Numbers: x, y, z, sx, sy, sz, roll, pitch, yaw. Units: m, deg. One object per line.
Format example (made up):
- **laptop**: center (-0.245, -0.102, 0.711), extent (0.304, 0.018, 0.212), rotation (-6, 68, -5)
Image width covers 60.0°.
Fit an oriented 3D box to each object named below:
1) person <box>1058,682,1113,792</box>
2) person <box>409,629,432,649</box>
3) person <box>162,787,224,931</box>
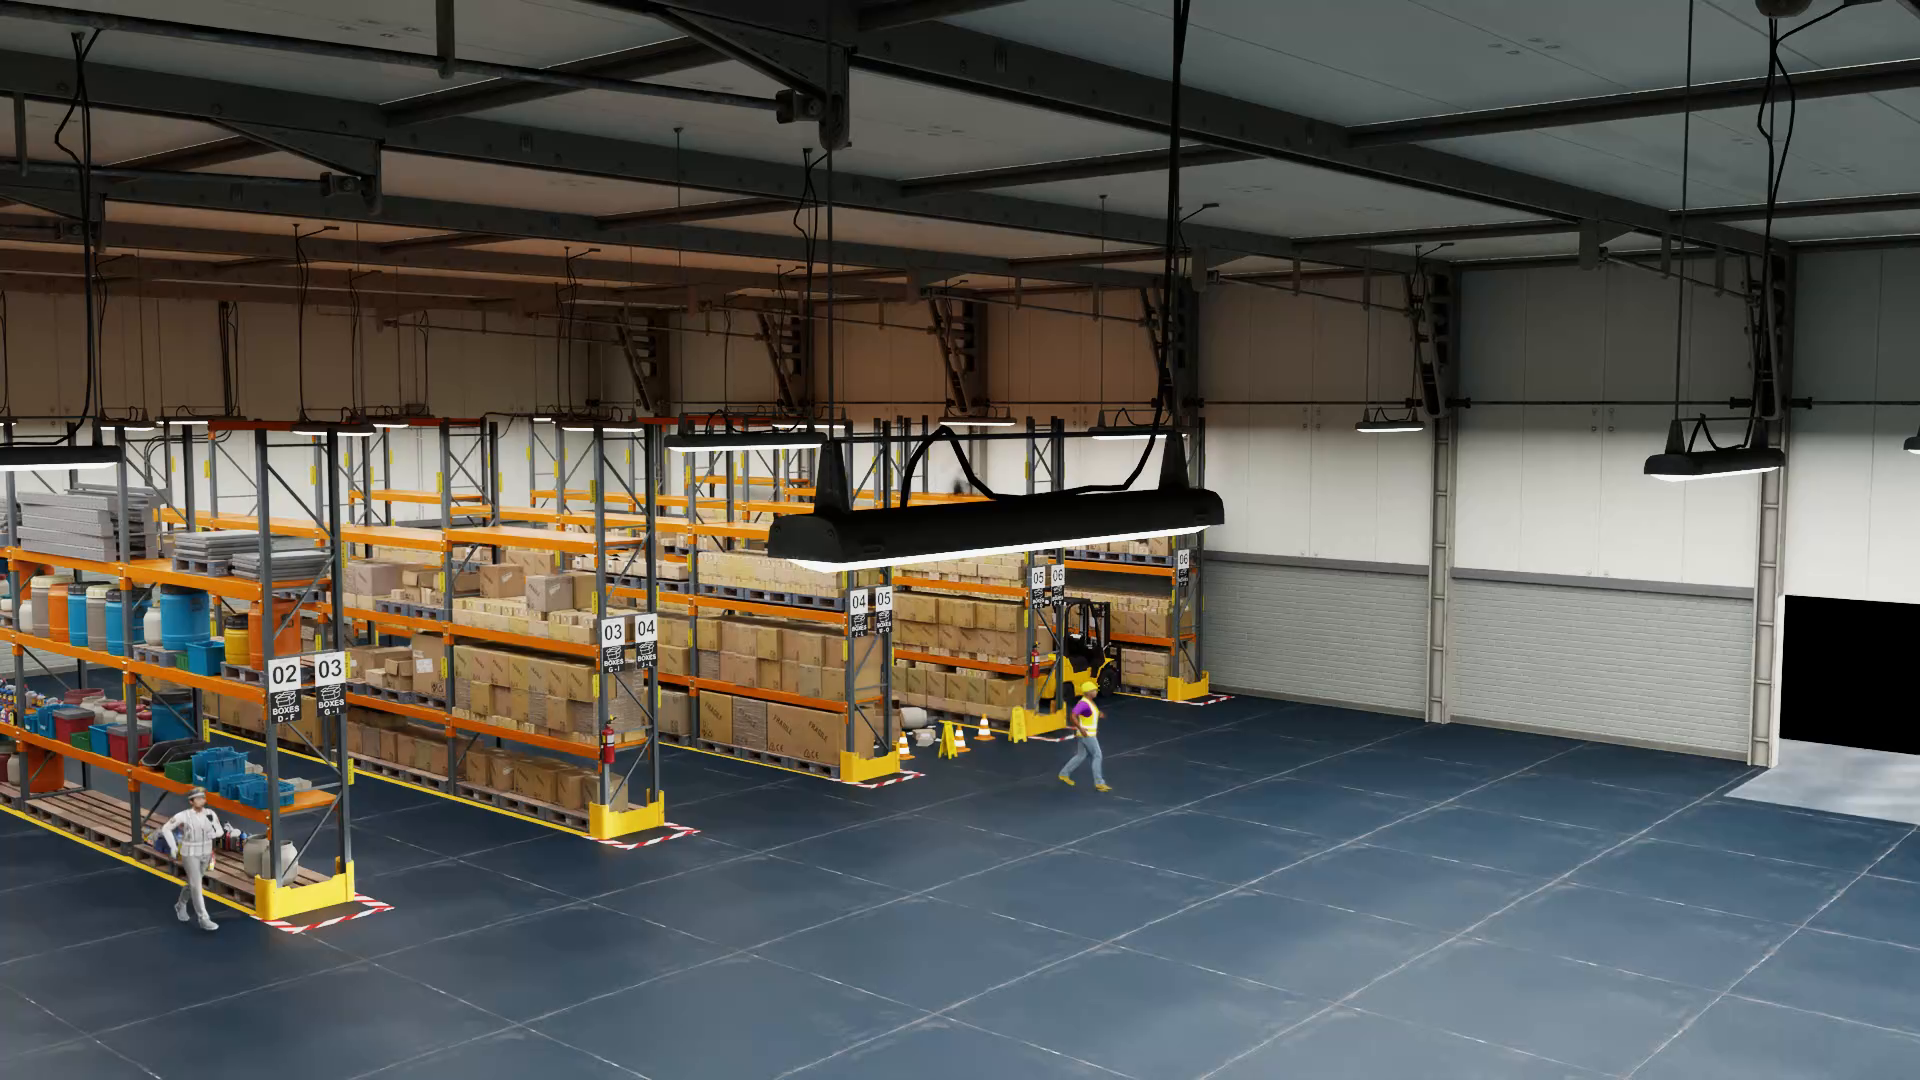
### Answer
- **person**: center (2.049, 3.193, 27.110), extent (0.902, 1.798, 0.675), rotation (0, 5, 0)
- **person**: center (-11.034, 2.636, 34.232), extent (0.728, 1.766, 0.706), rotation (4, 6, 39)
- **person**: center (-9.108, 3.782, 19.922), extent (1.011, 1.668, 0.601), rotation (3, 6, 33)
